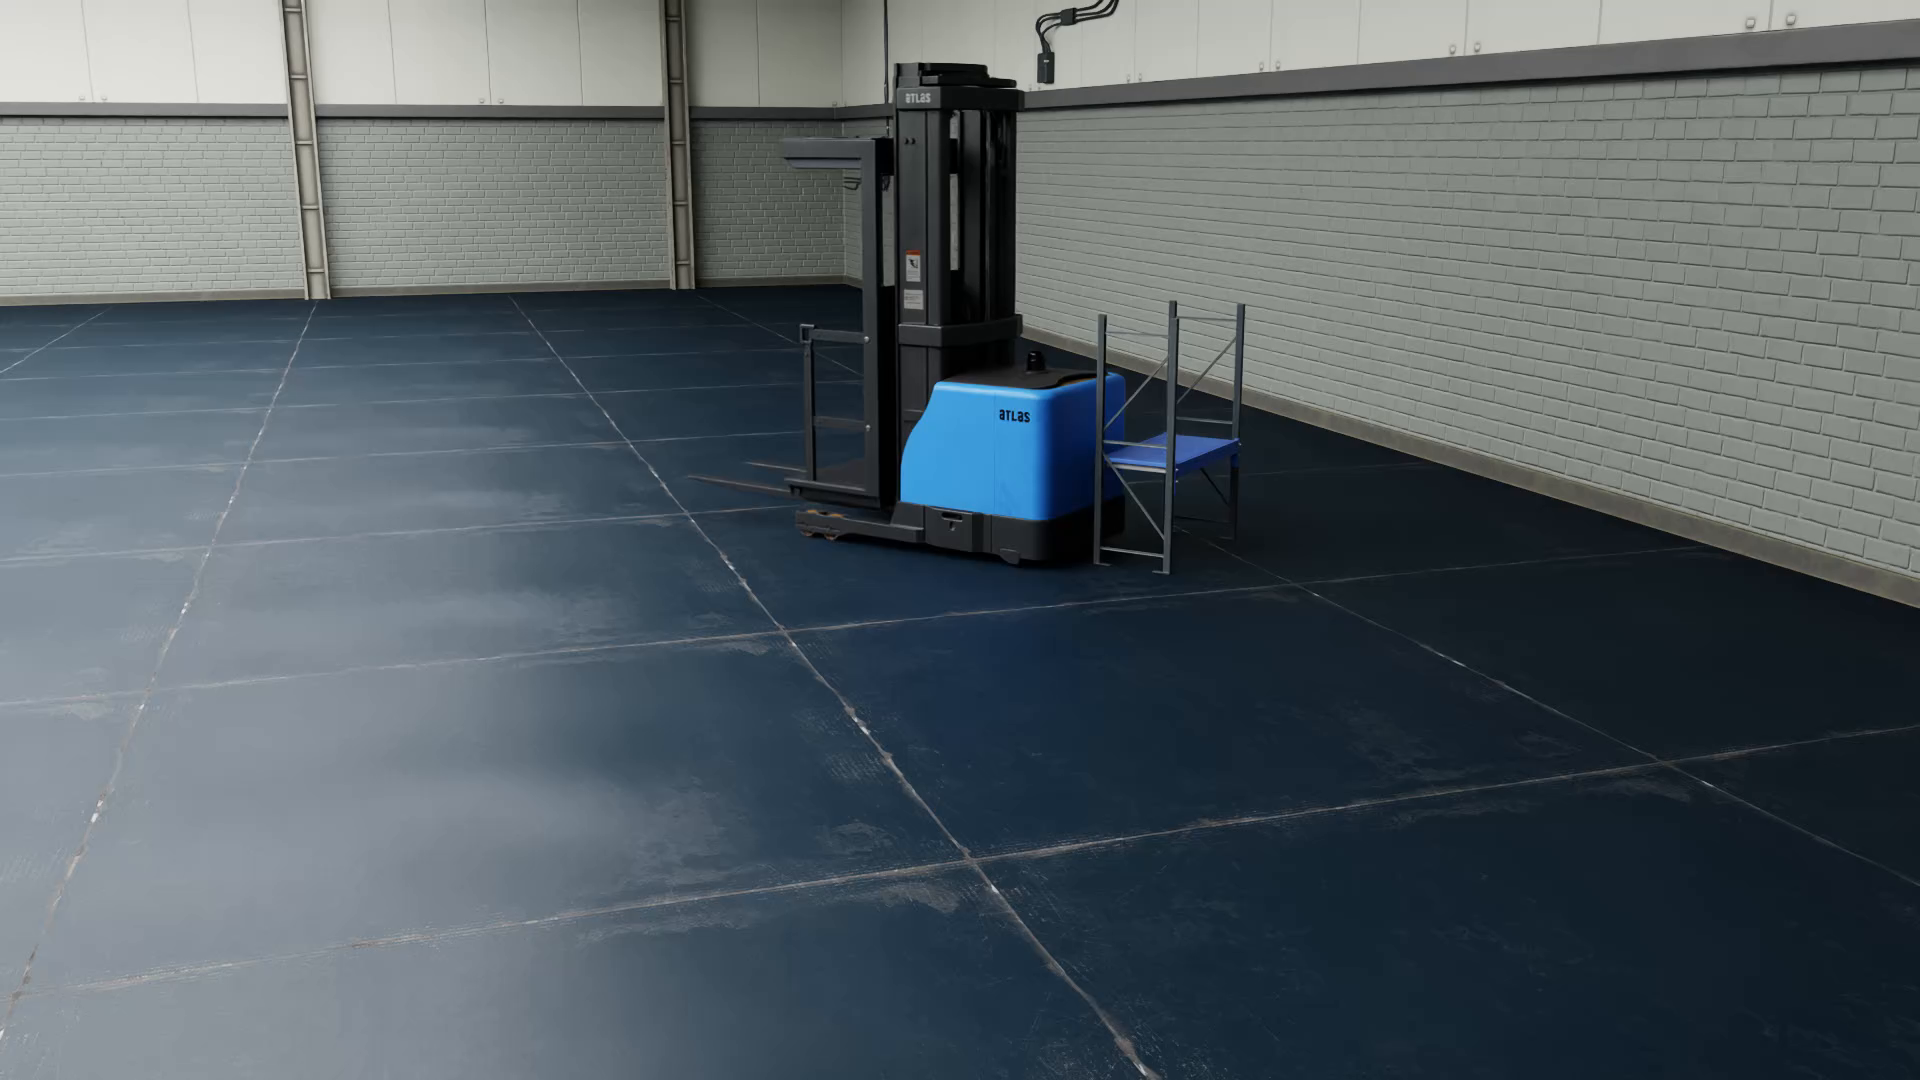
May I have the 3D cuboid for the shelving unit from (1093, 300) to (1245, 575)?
[{"bbox_3d":[1.287,-0.659,10.171,0.538,1.500,1.048,8,15,30],"label":"shelving unit"}]

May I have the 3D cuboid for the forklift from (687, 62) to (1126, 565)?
[{"bbox_3d":[-0.458,-1.520,10.701,3.031,2.935,1.130,9,16,33],"label":"forklift"}]

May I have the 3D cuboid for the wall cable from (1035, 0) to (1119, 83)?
[{"bbox_3d":[1.351,-8.299,18.735,0.169,6.003,2.305,-4,14,-18],"label":"wall cable"}]

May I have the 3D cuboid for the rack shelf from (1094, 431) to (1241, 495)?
[{"bbox_3d":[1.287,-0.484,10.213,0.538,0.185,1.000,8,15,30],"label":"rack shelf"}]

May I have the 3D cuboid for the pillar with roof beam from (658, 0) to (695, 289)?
[{"bbox_3d":[-3.503,-7.856,24.223,0.400,9.000,9.100,-4,14,-18],"label":"pillar with roof beam"}]

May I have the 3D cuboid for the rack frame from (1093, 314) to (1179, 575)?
[{"bbox_3d":[1.026,-0.558,9.746,0.500,1.500,0.032,8,15,30],"label":"rack frame"}]

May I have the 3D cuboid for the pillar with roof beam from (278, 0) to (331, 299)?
[{"bbox_3d":[-9.190,-7.413,22.361,0.400,9.000,9.100,-4,14,-18],"label":"pillar with roof beam"}]

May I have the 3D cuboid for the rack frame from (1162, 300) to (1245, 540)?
[{"bbox_3d":[1.547,-0.760,10.596,0.500,1.500,0.032,8,15,30],"label":"rack frame"}]

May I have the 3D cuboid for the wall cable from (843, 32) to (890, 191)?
[{"bbox_3d":[-1.662,-7.217,28.247,0.112,2.526,3.097,-4,14,-18],"label":"wall cable"}]

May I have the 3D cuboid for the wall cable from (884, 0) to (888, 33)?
[{"bbox_3d":[-0.799,-9.080,25.168,0.112,2.526,3.097,-4,14,-18],"label":"wall cable"}]
